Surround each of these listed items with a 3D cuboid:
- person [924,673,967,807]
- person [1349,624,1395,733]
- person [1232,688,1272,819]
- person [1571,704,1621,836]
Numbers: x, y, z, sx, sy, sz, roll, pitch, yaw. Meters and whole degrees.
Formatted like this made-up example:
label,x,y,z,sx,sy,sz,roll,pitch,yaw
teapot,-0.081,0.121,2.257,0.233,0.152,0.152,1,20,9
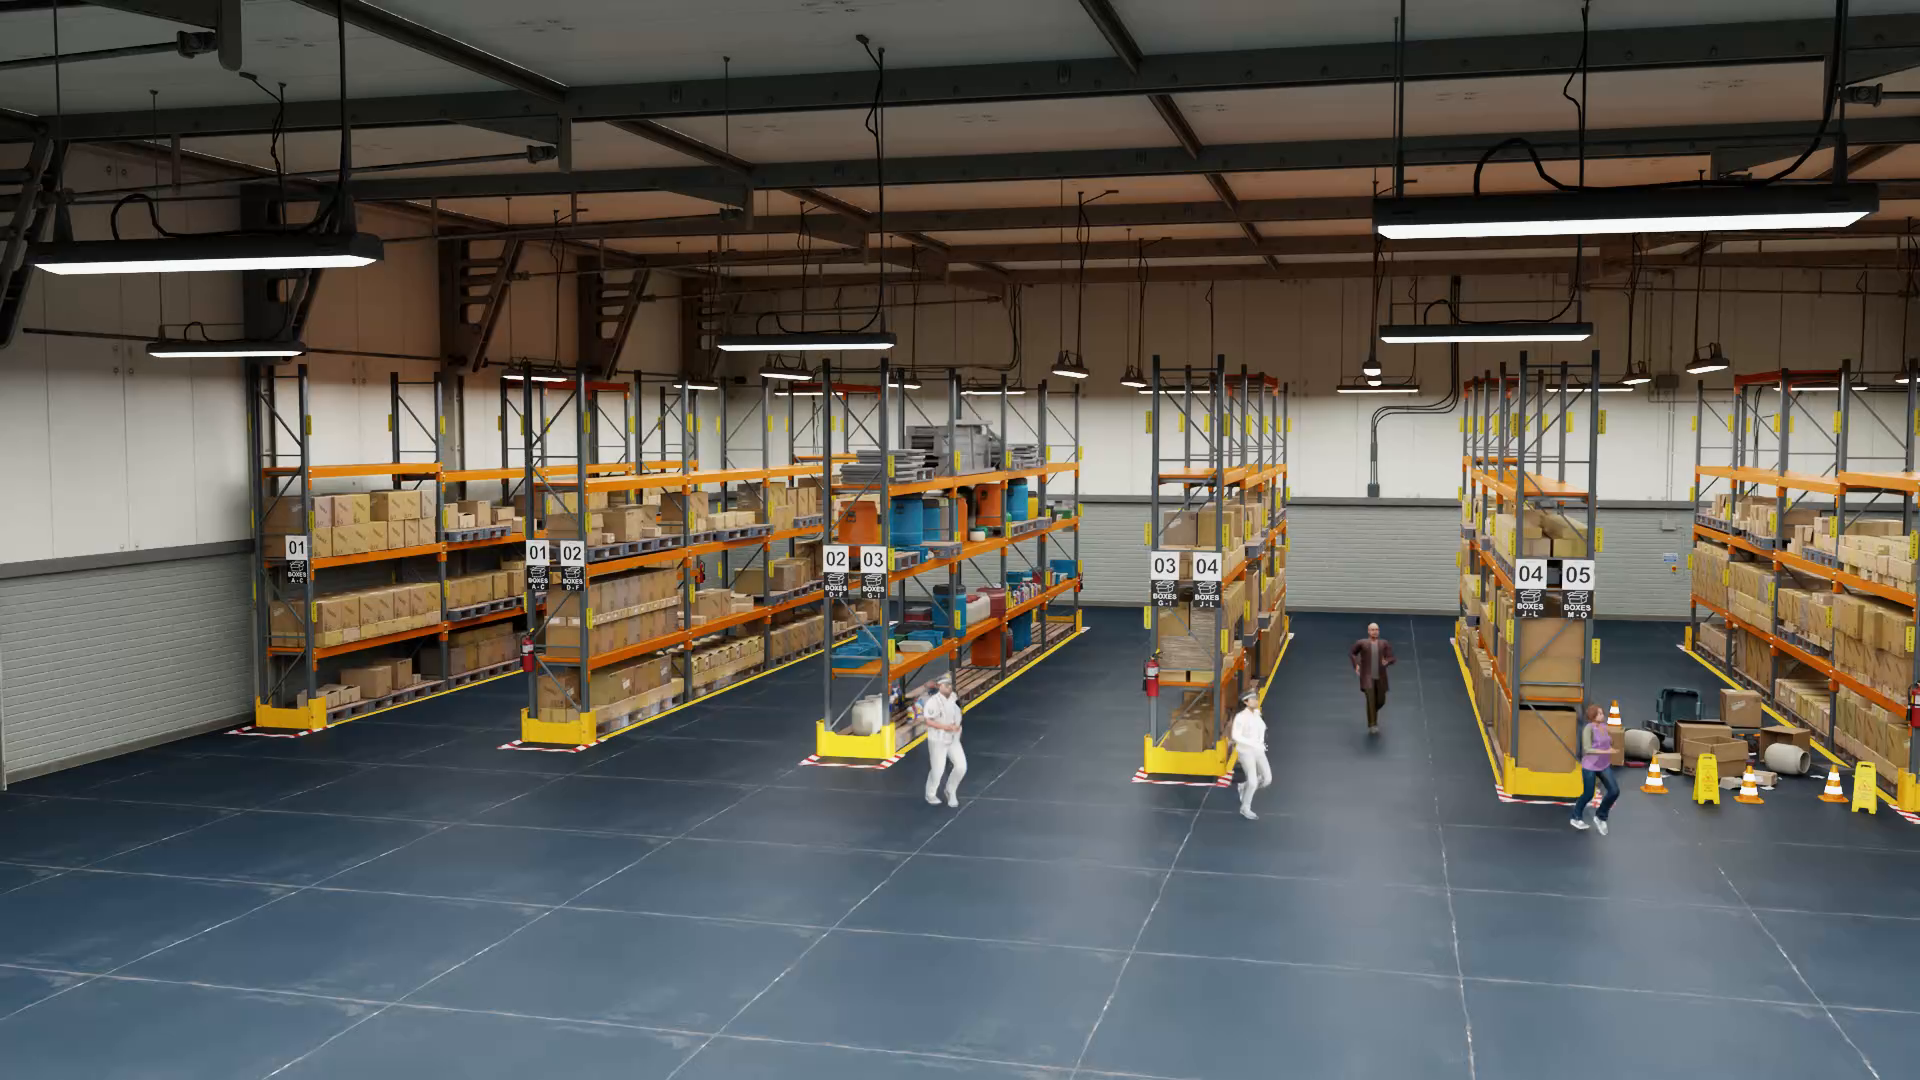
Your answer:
label,x,y,z,sx,sy,sz,roll,pitch,yaw
person,-0.169,2.639,21.759,0.680,1.824,0.722,-3,5,-38
person,6.763,2.243,27.262,0.719,1.751,0.965,0,4,2
person,3.739,2.714,21.214,0.658,1.665,0.519,-3,5,-41
person,7.770,2.804,20.292,0.507,1.611,0.672,-2,4,-28
